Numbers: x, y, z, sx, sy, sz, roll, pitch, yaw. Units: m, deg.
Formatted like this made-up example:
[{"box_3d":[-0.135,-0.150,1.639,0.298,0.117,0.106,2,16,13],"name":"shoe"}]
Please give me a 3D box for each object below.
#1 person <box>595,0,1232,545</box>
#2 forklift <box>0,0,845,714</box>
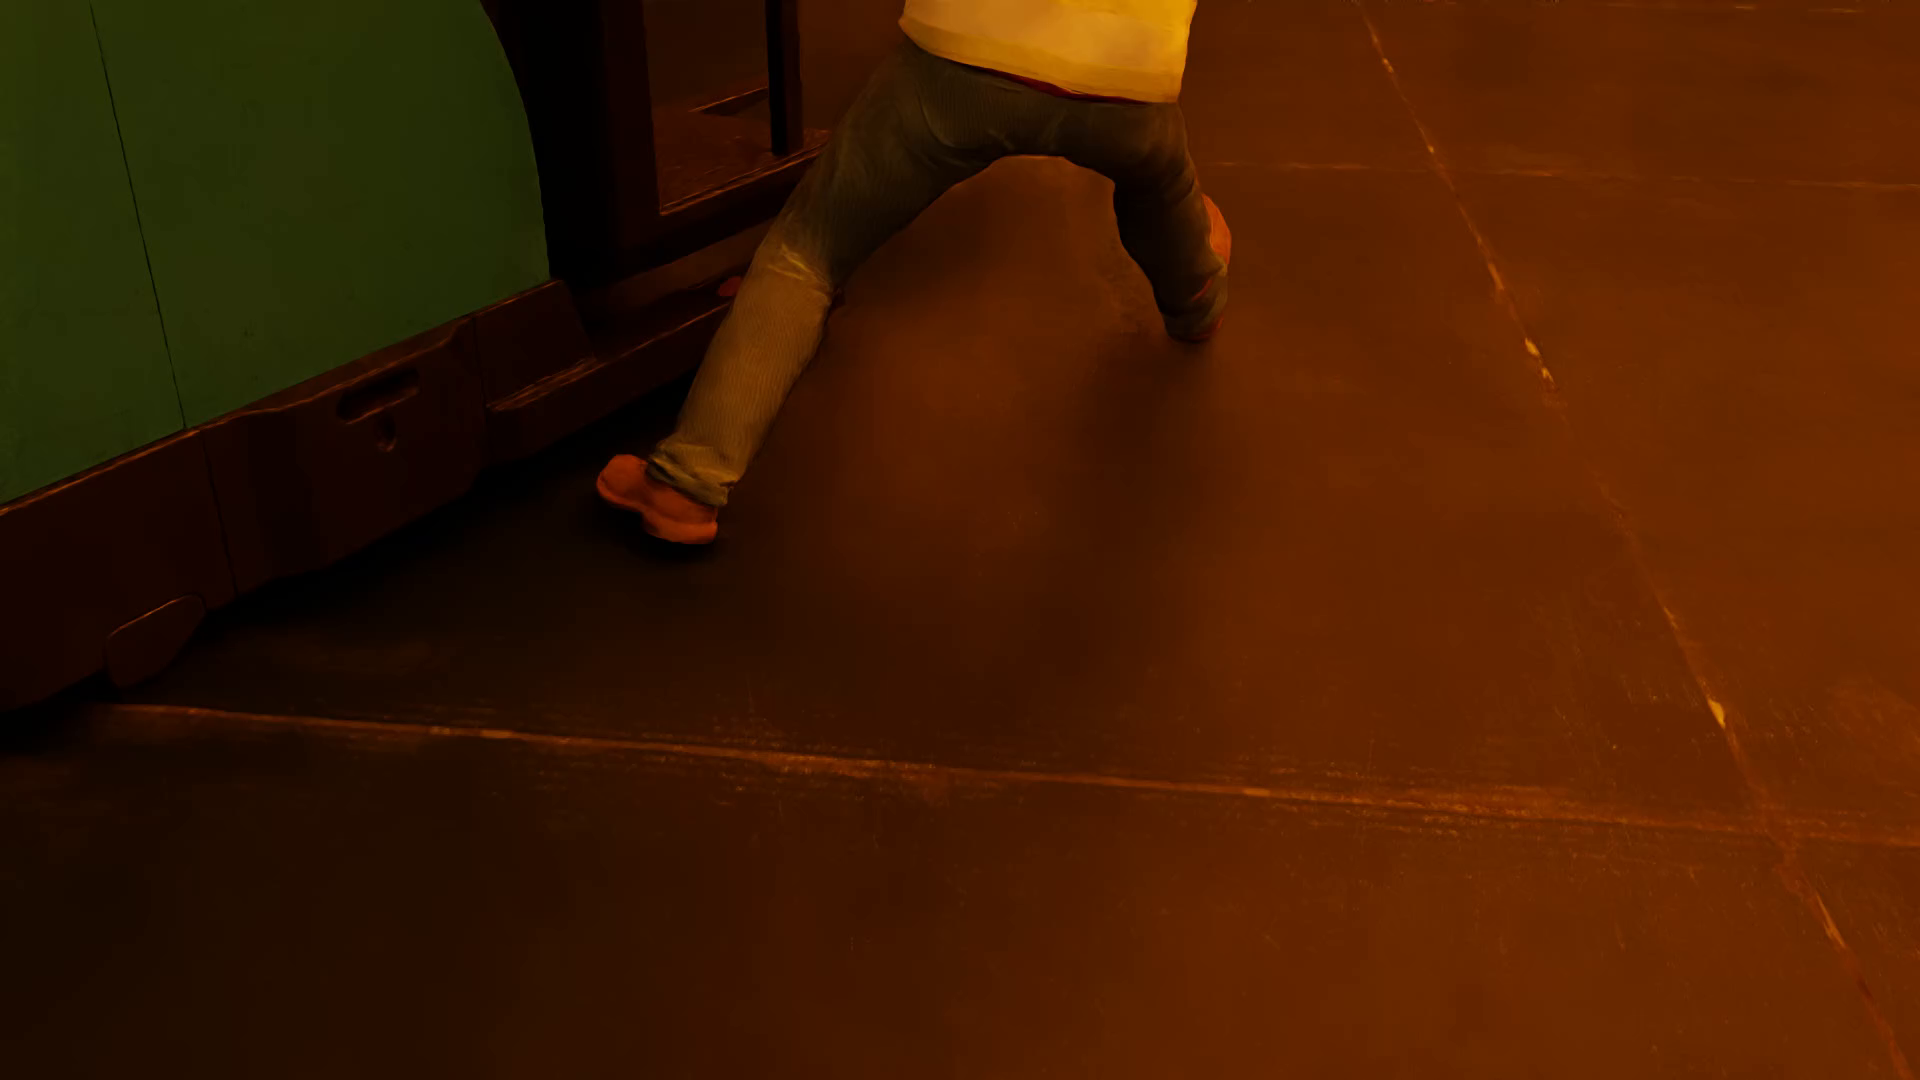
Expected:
[{"box_3d":[0.009,-0.840,2.631,1.298,1.405,0.920,-6,27,-12],"name":"person"},{"box_3d":[-0.888,-1.728,2.681,1.130,2.935,3.031,13,29,24],"name":"forklift"}]
